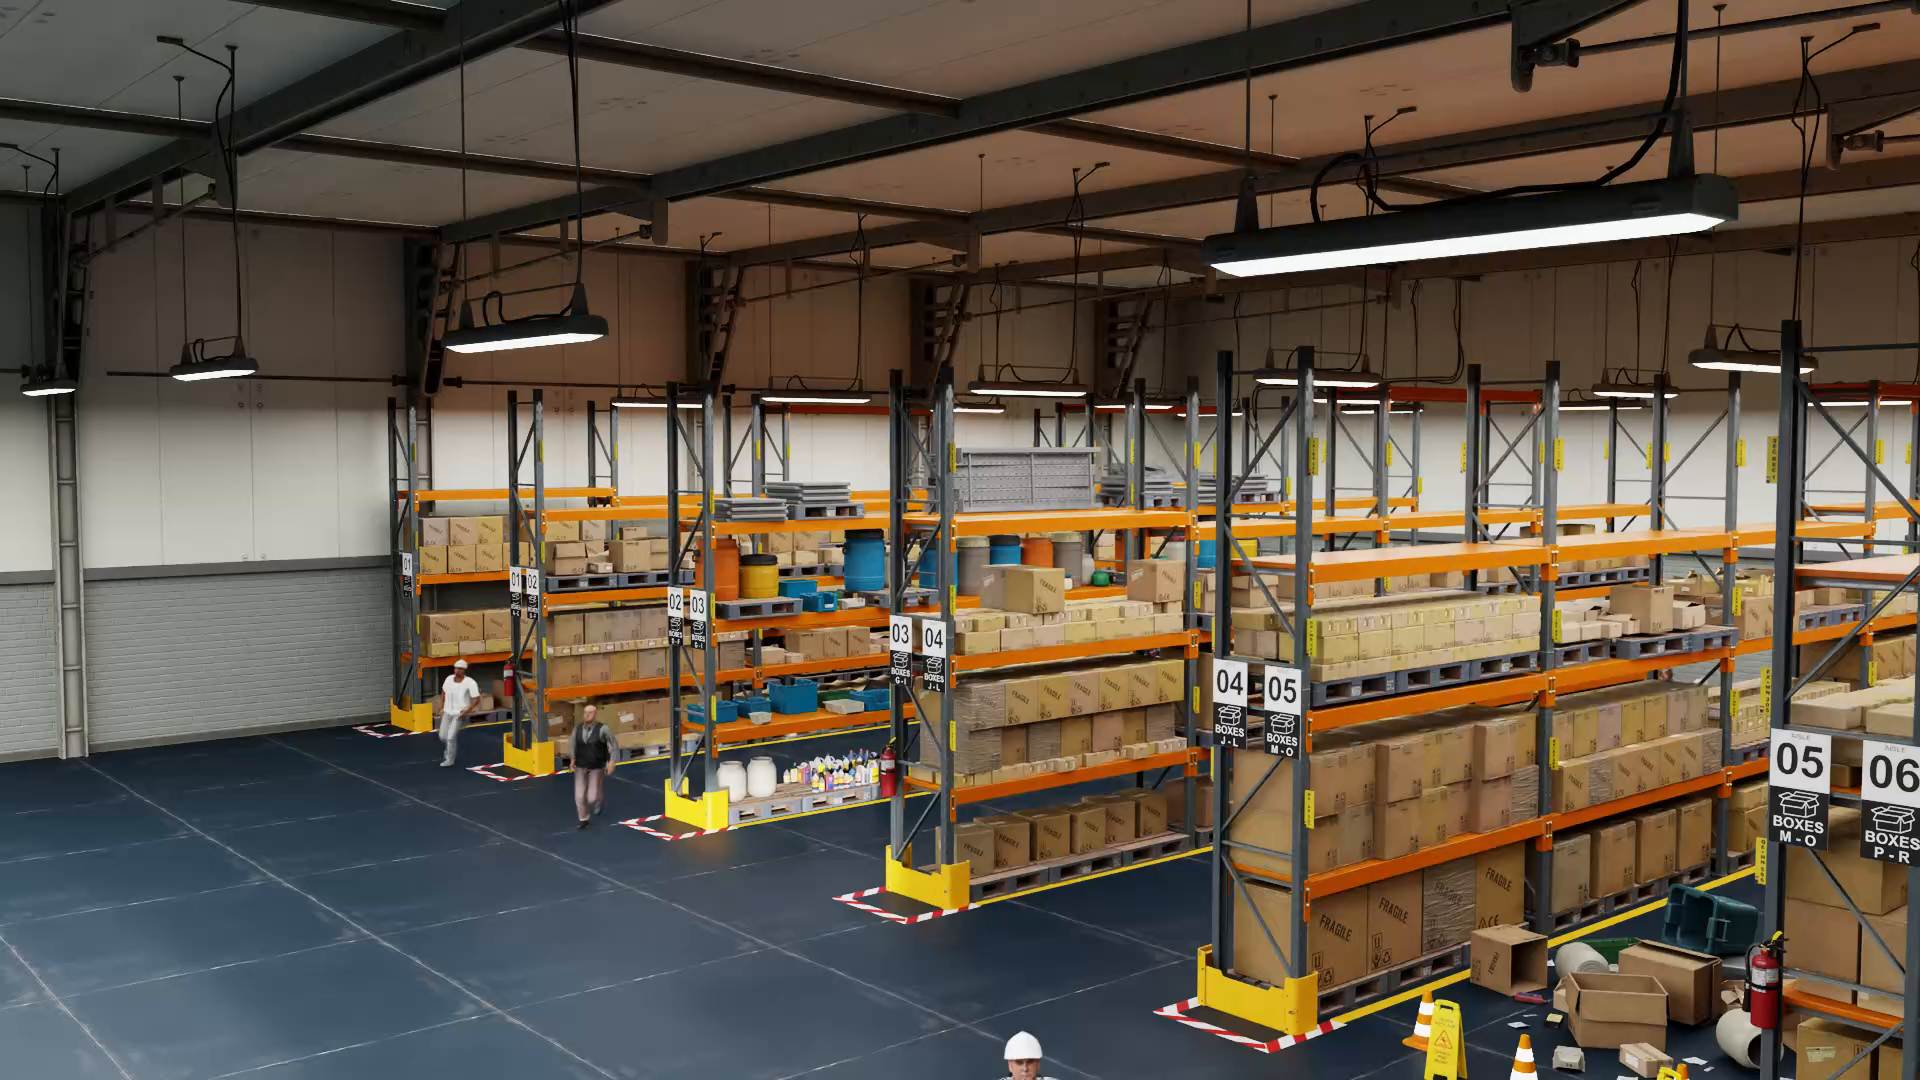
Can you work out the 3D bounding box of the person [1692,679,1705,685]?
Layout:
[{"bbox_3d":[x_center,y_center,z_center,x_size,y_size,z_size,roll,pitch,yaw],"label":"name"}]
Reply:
[{"bbox_3d":[10.643,2.892,23.915,0.793,1.777,0.647,-2,4,-34],"label":"person"}]

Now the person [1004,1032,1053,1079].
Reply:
[{"bbox_3d":[0.343,3.733,9.570,0.601,1.828,0.763,0,3,5],"label":"person"}]

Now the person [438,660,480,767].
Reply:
[{"bbox_3d":[-8.019,2.758,26.581,0.737,1.707,0.515,1,3,12],"label":"person"}]

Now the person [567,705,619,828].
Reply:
[{"bbox_3d":[-4.927,3.033,22.252,0.676,1.658,0.593,1,3,9],"label":"person"}]

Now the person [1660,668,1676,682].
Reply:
[{"bbox_3d":[11.204,2.863,26.402,0.751,1.540,0.528,-3,5,-44],"label":"person"}]
